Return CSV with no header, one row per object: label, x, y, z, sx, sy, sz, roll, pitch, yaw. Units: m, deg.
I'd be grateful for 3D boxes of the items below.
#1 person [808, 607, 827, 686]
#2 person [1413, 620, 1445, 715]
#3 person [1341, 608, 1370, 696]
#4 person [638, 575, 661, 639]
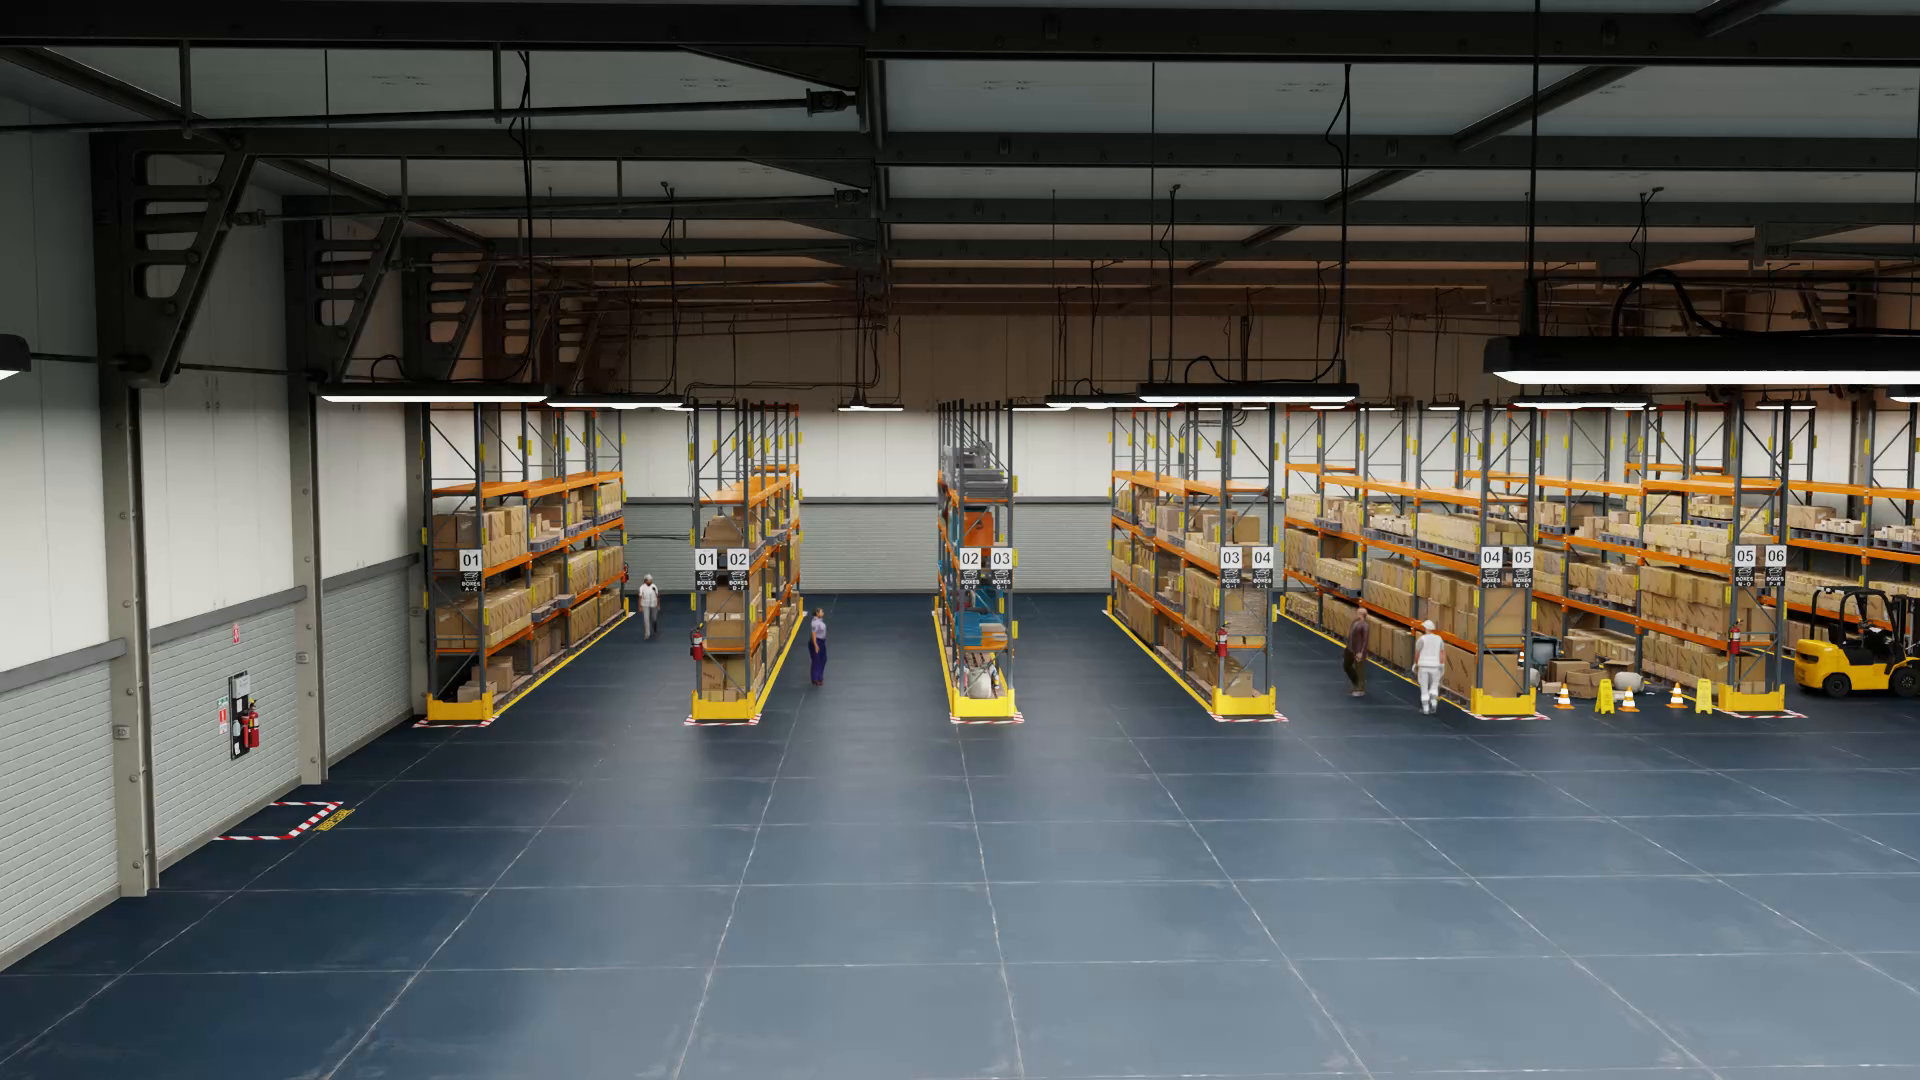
person,-3.021,2.284,35.233,0.365,1.706,0.571,1,4,14
person,8.924,2.430,31.658,0.593,1.830,0.465,1,4,12
person,8.073,2.259,33.822,0.551,1.775,0.659,-2,5,-24
person,-7.928,1.687,42.400,0.572,1.609,0.920,-1,4,-11
